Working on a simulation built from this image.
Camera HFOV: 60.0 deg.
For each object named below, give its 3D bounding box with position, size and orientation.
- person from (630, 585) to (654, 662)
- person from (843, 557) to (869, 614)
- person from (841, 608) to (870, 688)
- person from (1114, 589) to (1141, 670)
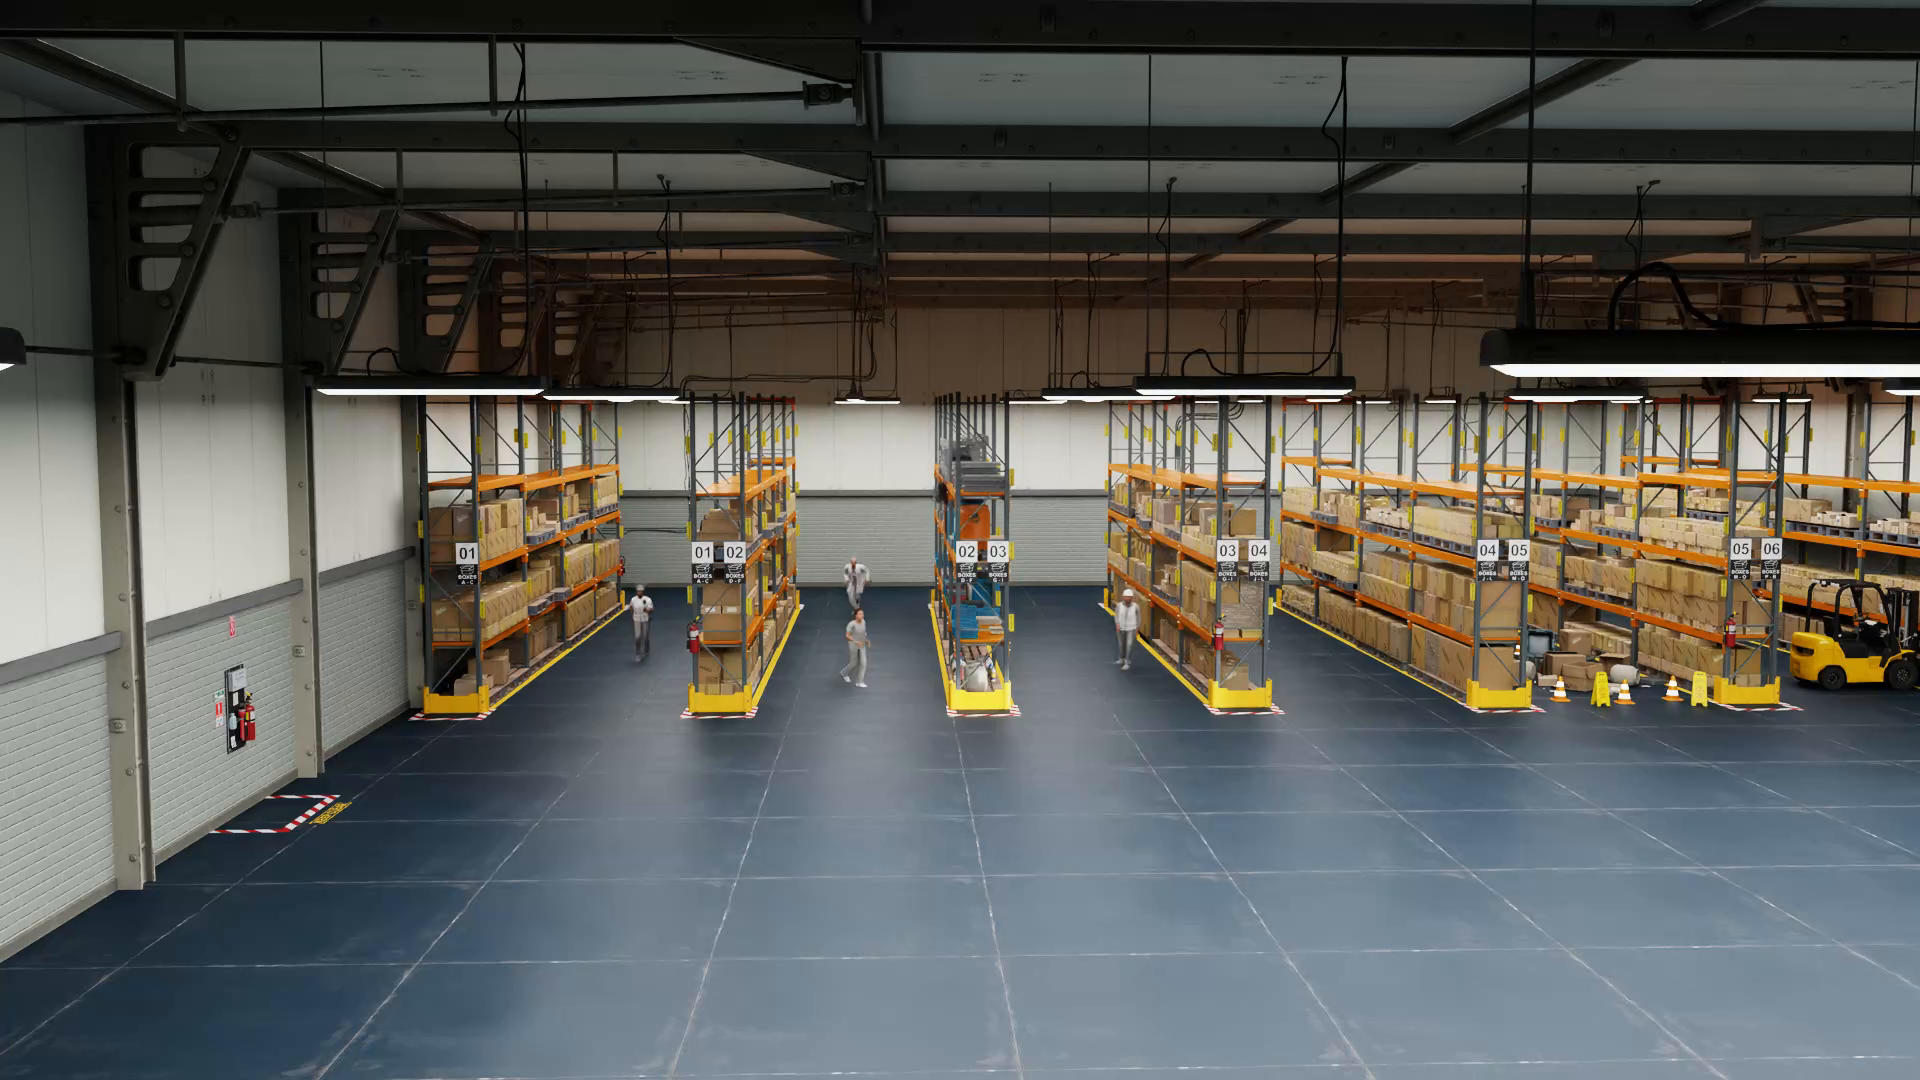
[{"bbox_3d":[-7.192,1.863,37.568,0.583,1.737,0.731,0,5,-1],"label":"person"},{"bbox_3d":[-2.851,1.248,45.930,0.721,1.596,0.921,1,5,7],"label":"person"},{"bbox_3d":[-2.168,2.189,34.075,0.560,1.625,0.809,-3,6,-36],"label":"person"},{"bbox_3d":[3.618,1.925,36.253,0.602,1.719,0.872,2,5,19],"label":"person"}]
